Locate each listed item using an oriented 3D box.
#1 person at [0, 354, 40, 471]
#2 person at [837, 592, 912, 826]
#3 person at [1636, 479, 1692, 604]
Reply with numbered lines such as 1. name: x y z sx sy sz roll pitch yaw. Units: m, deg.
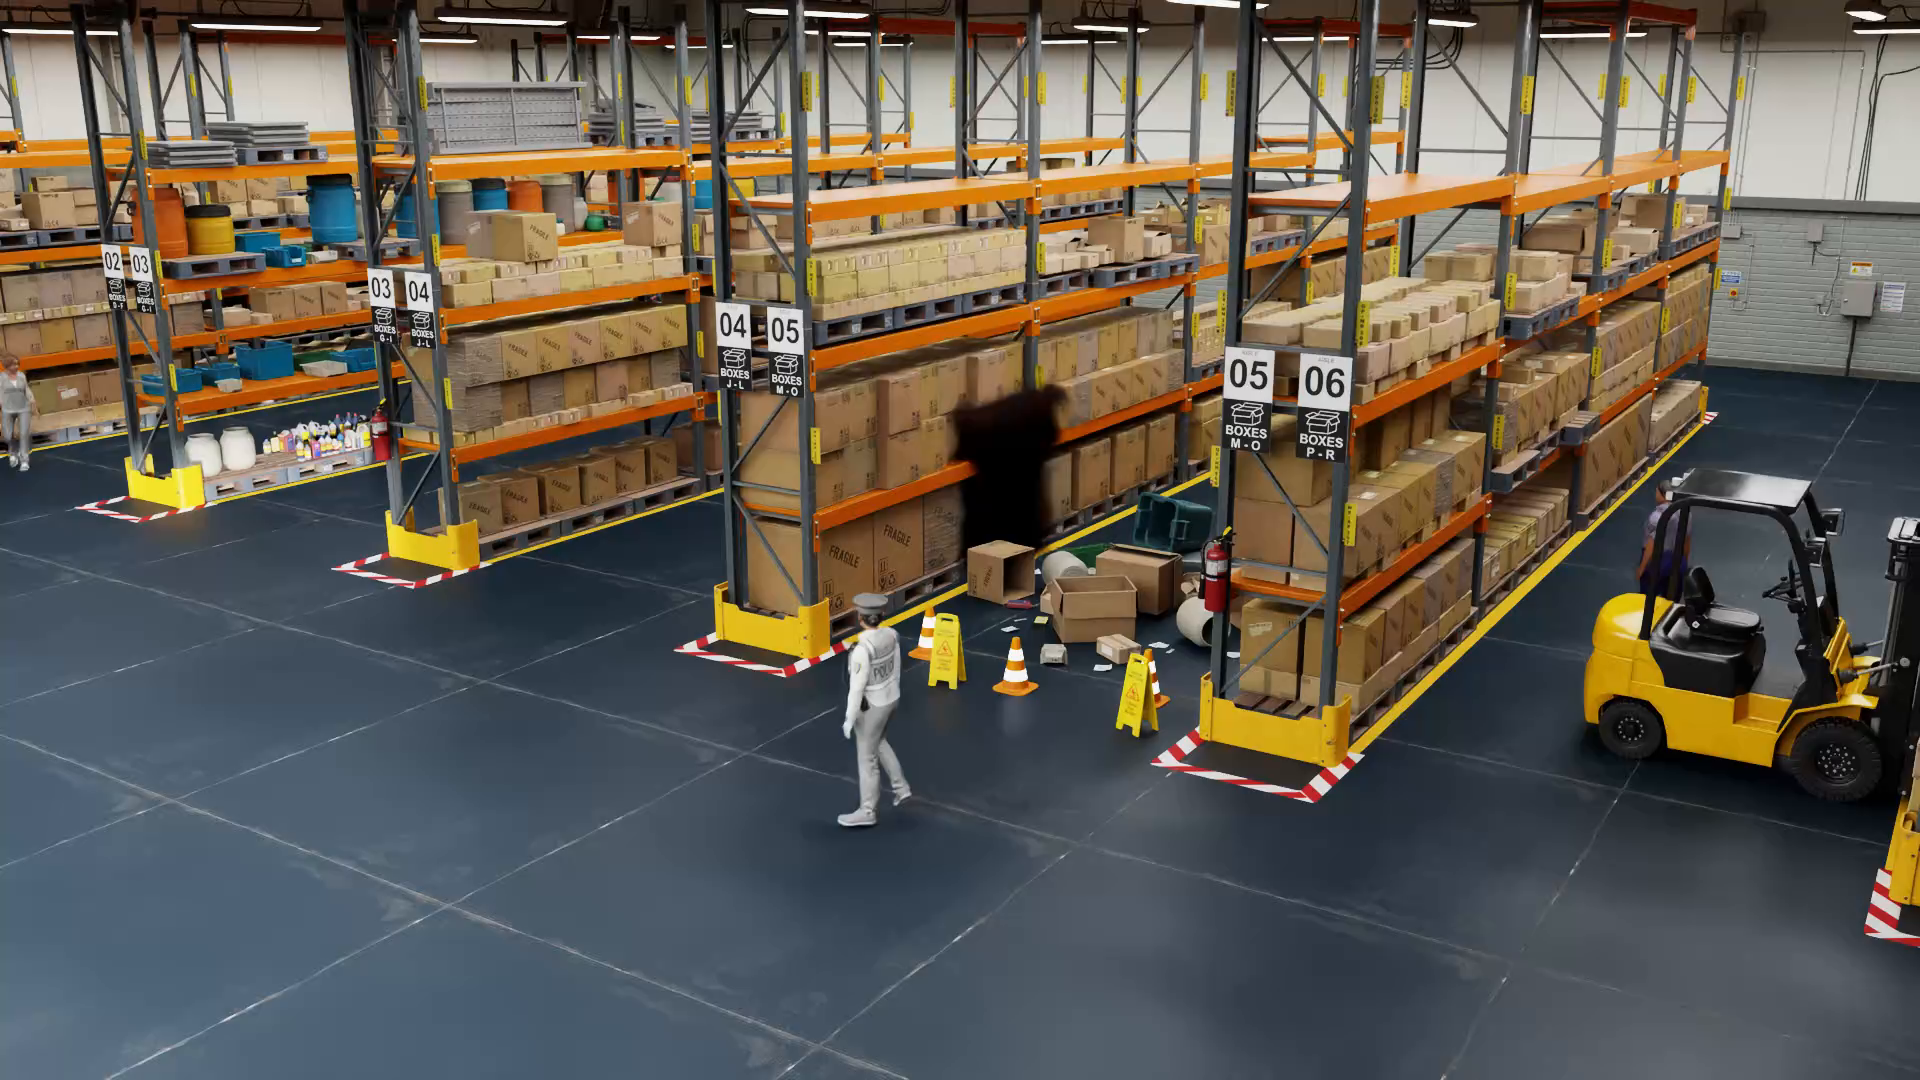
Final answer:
1. person: -12.767 -1.738 22.540 0.497 1.582 0.494 -9 18 -28
2. person: -0.601 1.196 11.785 0.447 1.677 0.562 6 17 21
3. person: 6.443 0.254 15.291 0.527 1.645 0.440 -3 16 -12
